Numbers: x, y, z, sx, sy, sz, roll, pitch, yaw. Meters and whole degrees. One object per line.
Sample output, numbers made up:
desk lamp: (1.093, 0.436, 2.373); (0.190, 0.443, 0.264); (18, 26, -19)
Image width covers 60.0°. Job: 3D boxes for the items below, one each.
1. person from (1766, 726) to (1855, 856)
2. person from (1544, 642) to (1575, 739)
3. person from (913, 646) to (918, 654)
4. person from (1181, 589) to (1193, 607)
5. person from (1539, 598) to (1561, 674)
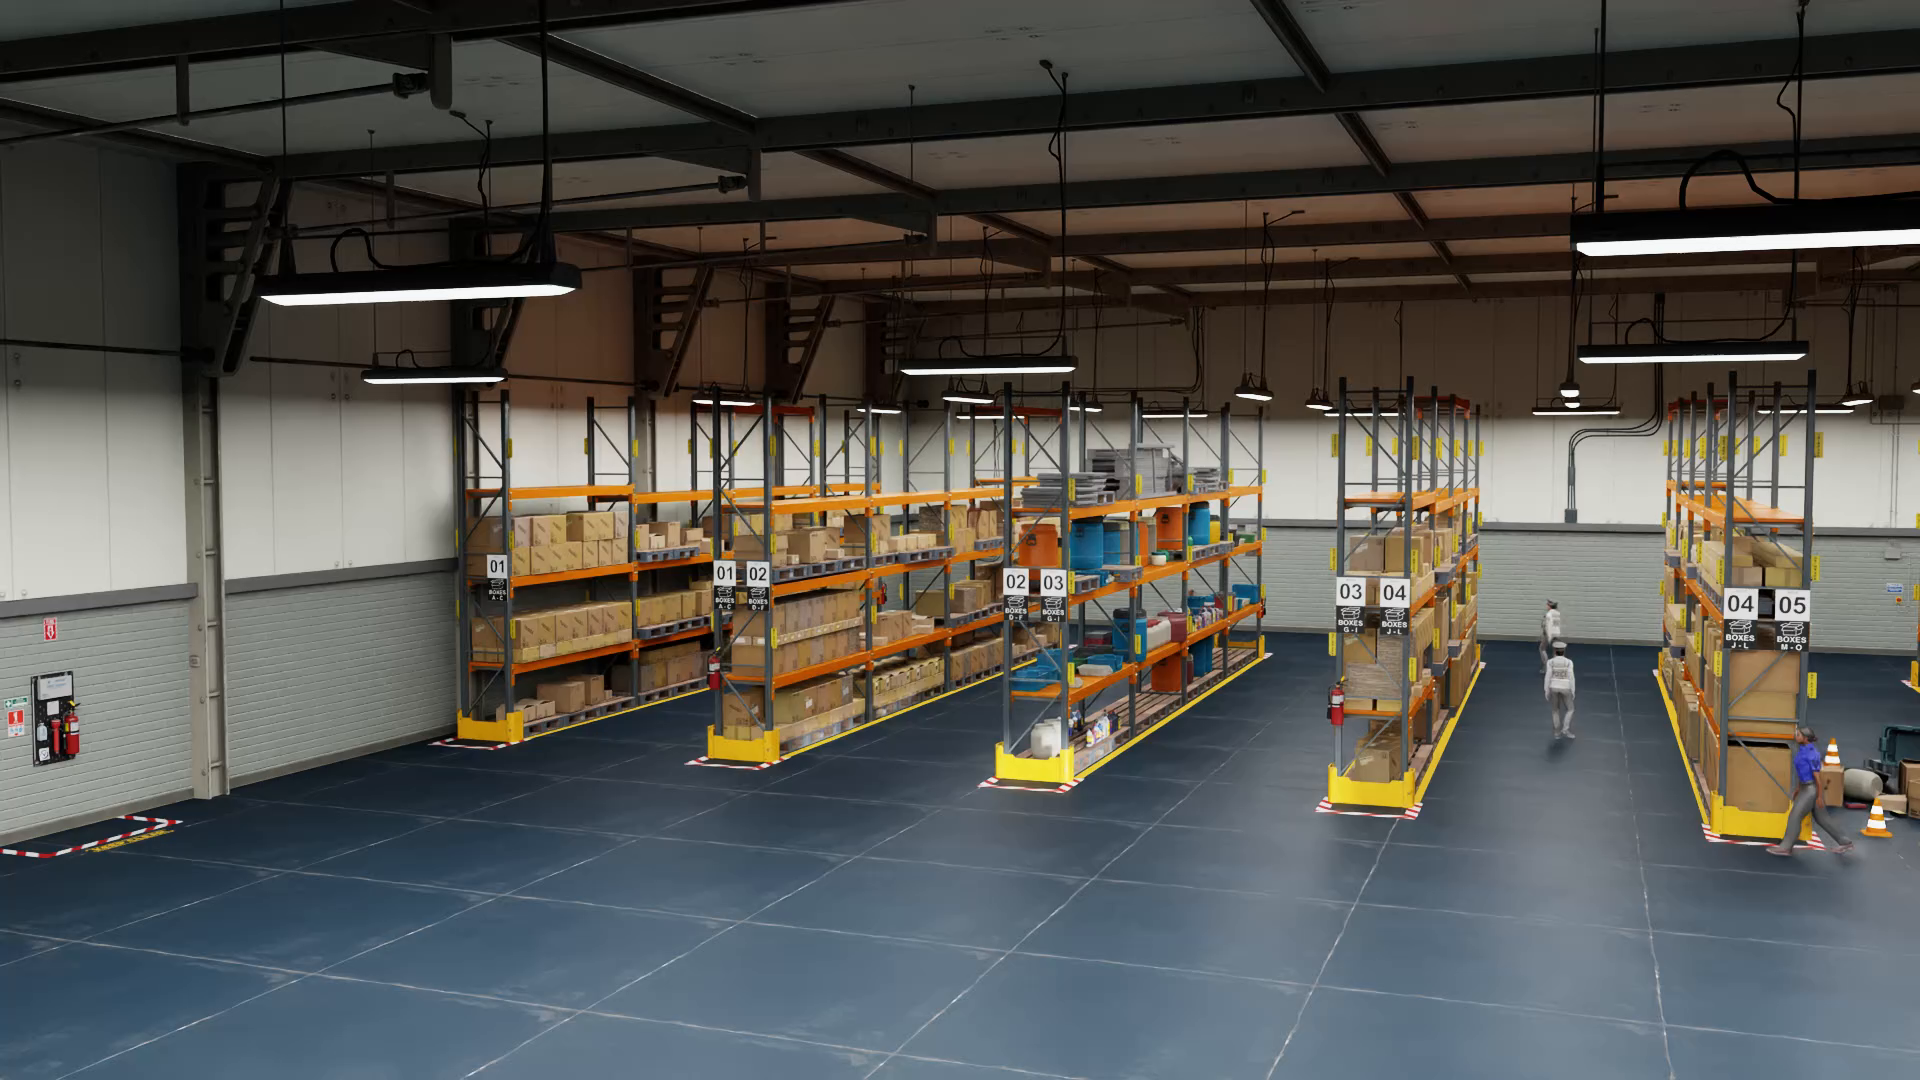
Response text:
person: (10.416, 3.076, 20.335); (1.018, 1.587, 0.494); (1, 3, 15)
person: (10.298, 2.600, 28.544); (0.519, 1.672, 0.513); (1, 3, 24)
person: (-0.801, 1.911, 38.366); (0.533, 1.434, 1.036); (1, 3, 18)
person: (5.371, 2.000, 38.816); (0.579, 1.726, 0.476); (-2, 4, -27)
person: (13.113, 2.140, 36.731); (0.468, 1.680, 0.547); (-1, 3, -13)
